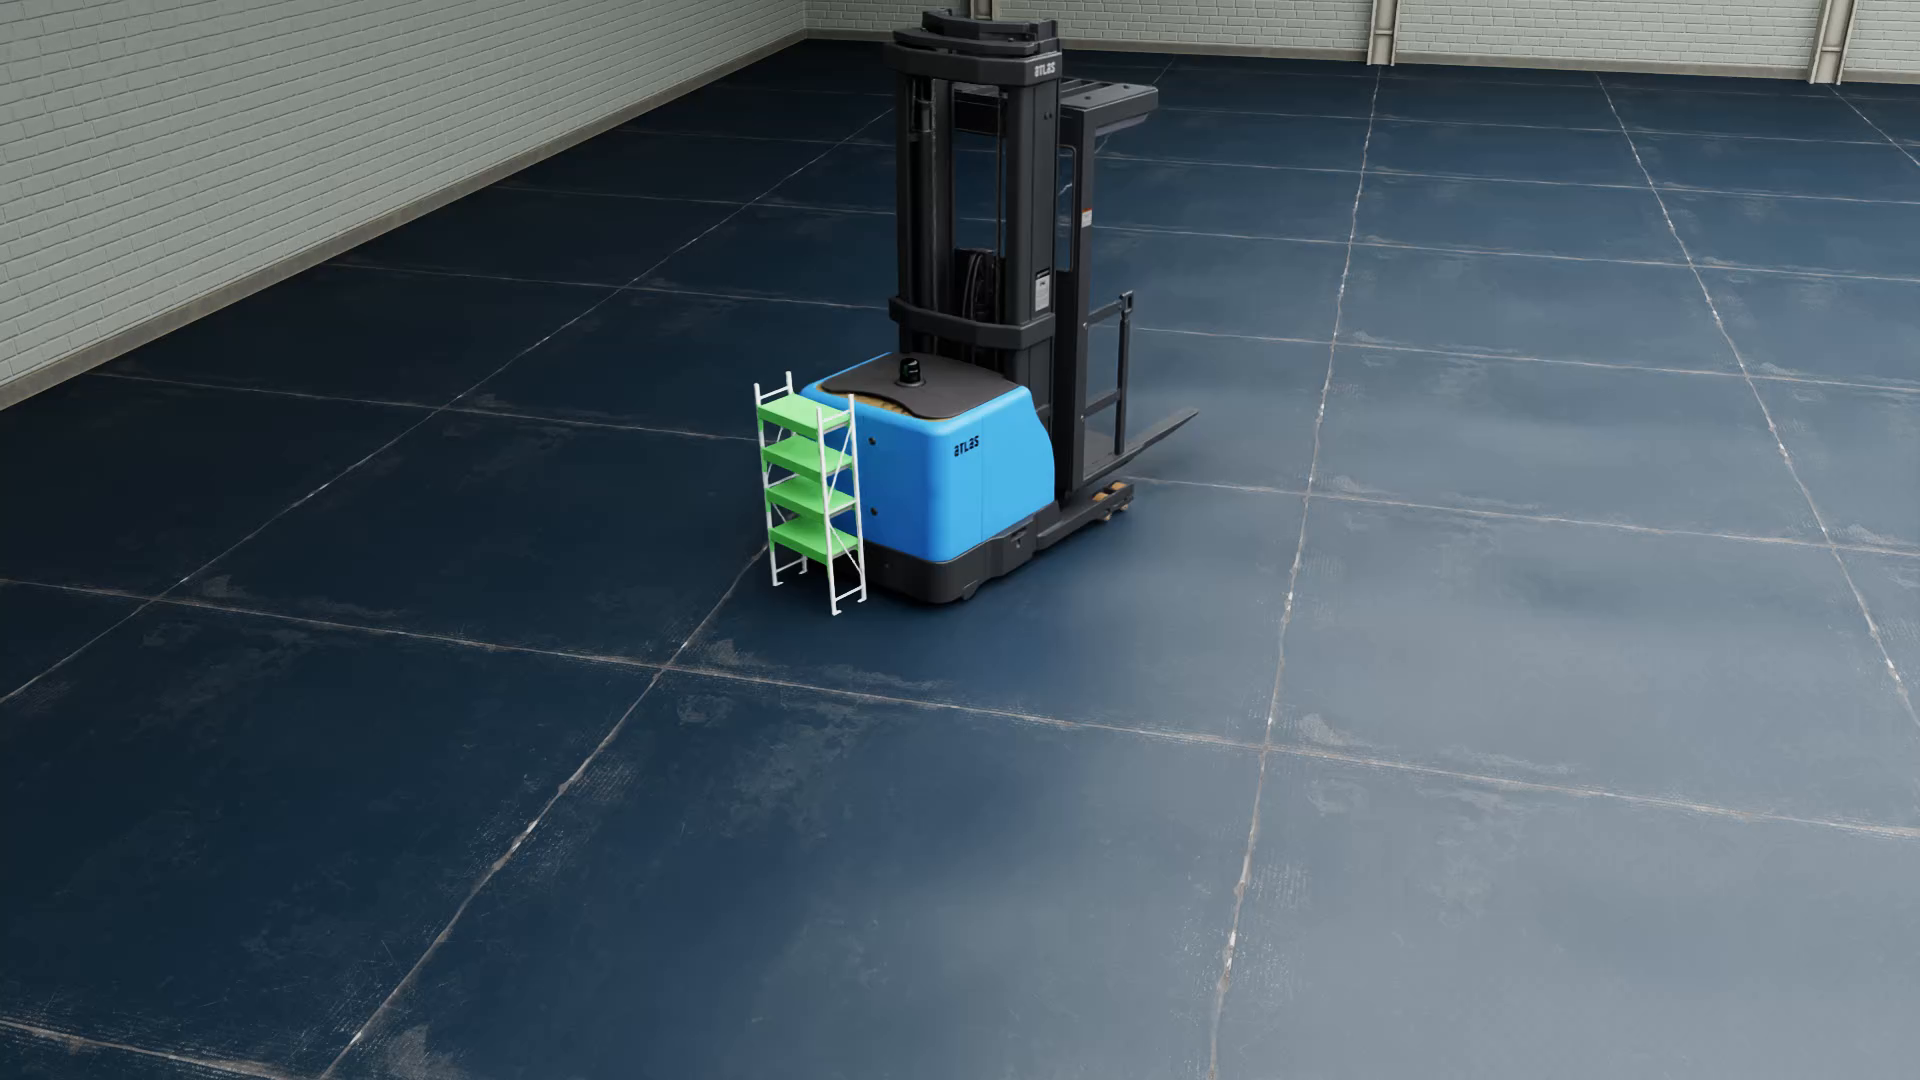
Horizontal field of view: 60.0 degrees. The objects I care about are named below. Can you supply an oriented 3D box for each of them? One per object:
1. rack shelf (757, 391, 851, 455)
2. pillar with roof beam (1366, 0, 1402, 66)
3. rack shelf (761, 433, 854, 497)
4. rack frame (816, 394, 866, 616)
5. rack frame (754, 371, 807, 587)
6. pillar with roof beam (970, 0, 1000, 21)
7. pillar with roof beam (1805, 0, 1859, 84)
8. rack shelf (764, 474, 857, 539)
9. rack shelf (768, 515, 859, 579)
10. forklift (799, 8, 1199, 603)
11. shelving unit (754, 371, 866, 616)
[{"bbox_3d":[-0.805,-0.614,8.664,0.480,0.148,0.258,23,36,39],"label":"rack shelf"},{"bbox_3d":[5.123,-9.290,18.794,0.400,9.000,9.100,6,26,13],"label":"pillar with roof beam"},{"bbox_3d":[-0.797,-0.401,8.774,0.480,0.148,0.258,23,36,39],"label":"rack shelf"},{"bbox_3d":[-0.617,-0.171,8.700,0.015,1.200,0.240,23,36,39],"label":"rack frame"},{"bbox_3d":[-0.967,-0.318,9.008,0.015,1.200,0.240,23,36,39],"label":"rack frame"},{"bbox_3d":[-0.688,-9.932,20.143,0.400,9.000,9.100,6,26,13],"label":"pillar with roof beam"},{"bbox_3d":[10.934,-8.647,17.444,0.400,9.000,9.100,6,26,13],"label":"pillar with roof beam"},{"bbox_3d":[-0.790,-0.188,8.883,0.480,0.148,0.258,23,36,39],"label":"rack shelf"},{"bbox_3d":[-0.782,0.026,8.993,0.480,0.148,0.258,23,36,39],"label":"rack shelf"},{"bbox_3d":[0.405,-1.555,9.607,1.130,2.935,3.031,18,31,33],"label":"forklift"},{"bbox_3d":[-0.792,-0.244,8.854,0.503,1.200,0.258,23,36,39],"label":"shelving unit"}]
